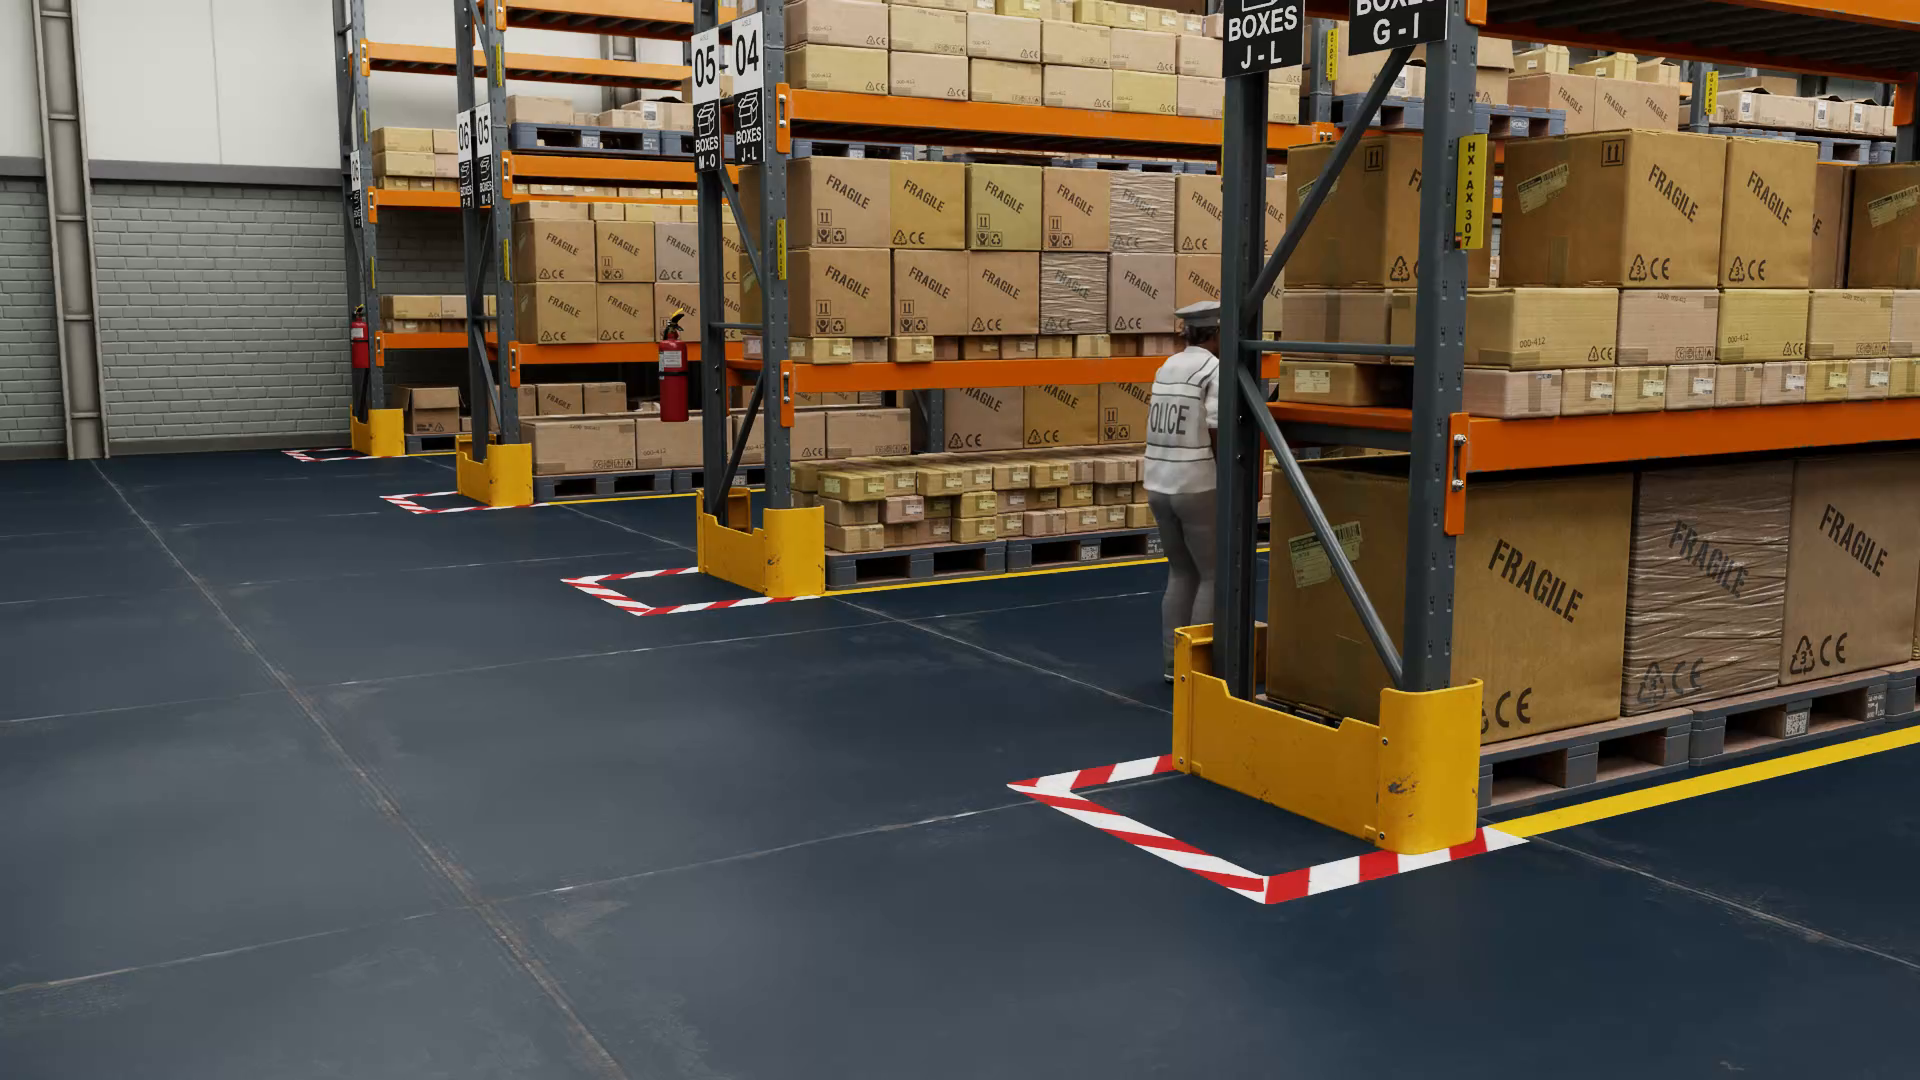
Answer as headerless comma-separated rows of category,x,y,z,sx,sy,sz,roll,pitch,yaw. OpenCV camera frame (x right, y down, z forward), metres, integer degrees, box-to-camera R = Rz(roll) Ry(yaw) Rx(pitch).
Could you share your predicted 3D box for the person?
person,1.020,-0.188,7.131,0.417,1.658,0.519,-5,10,-32
